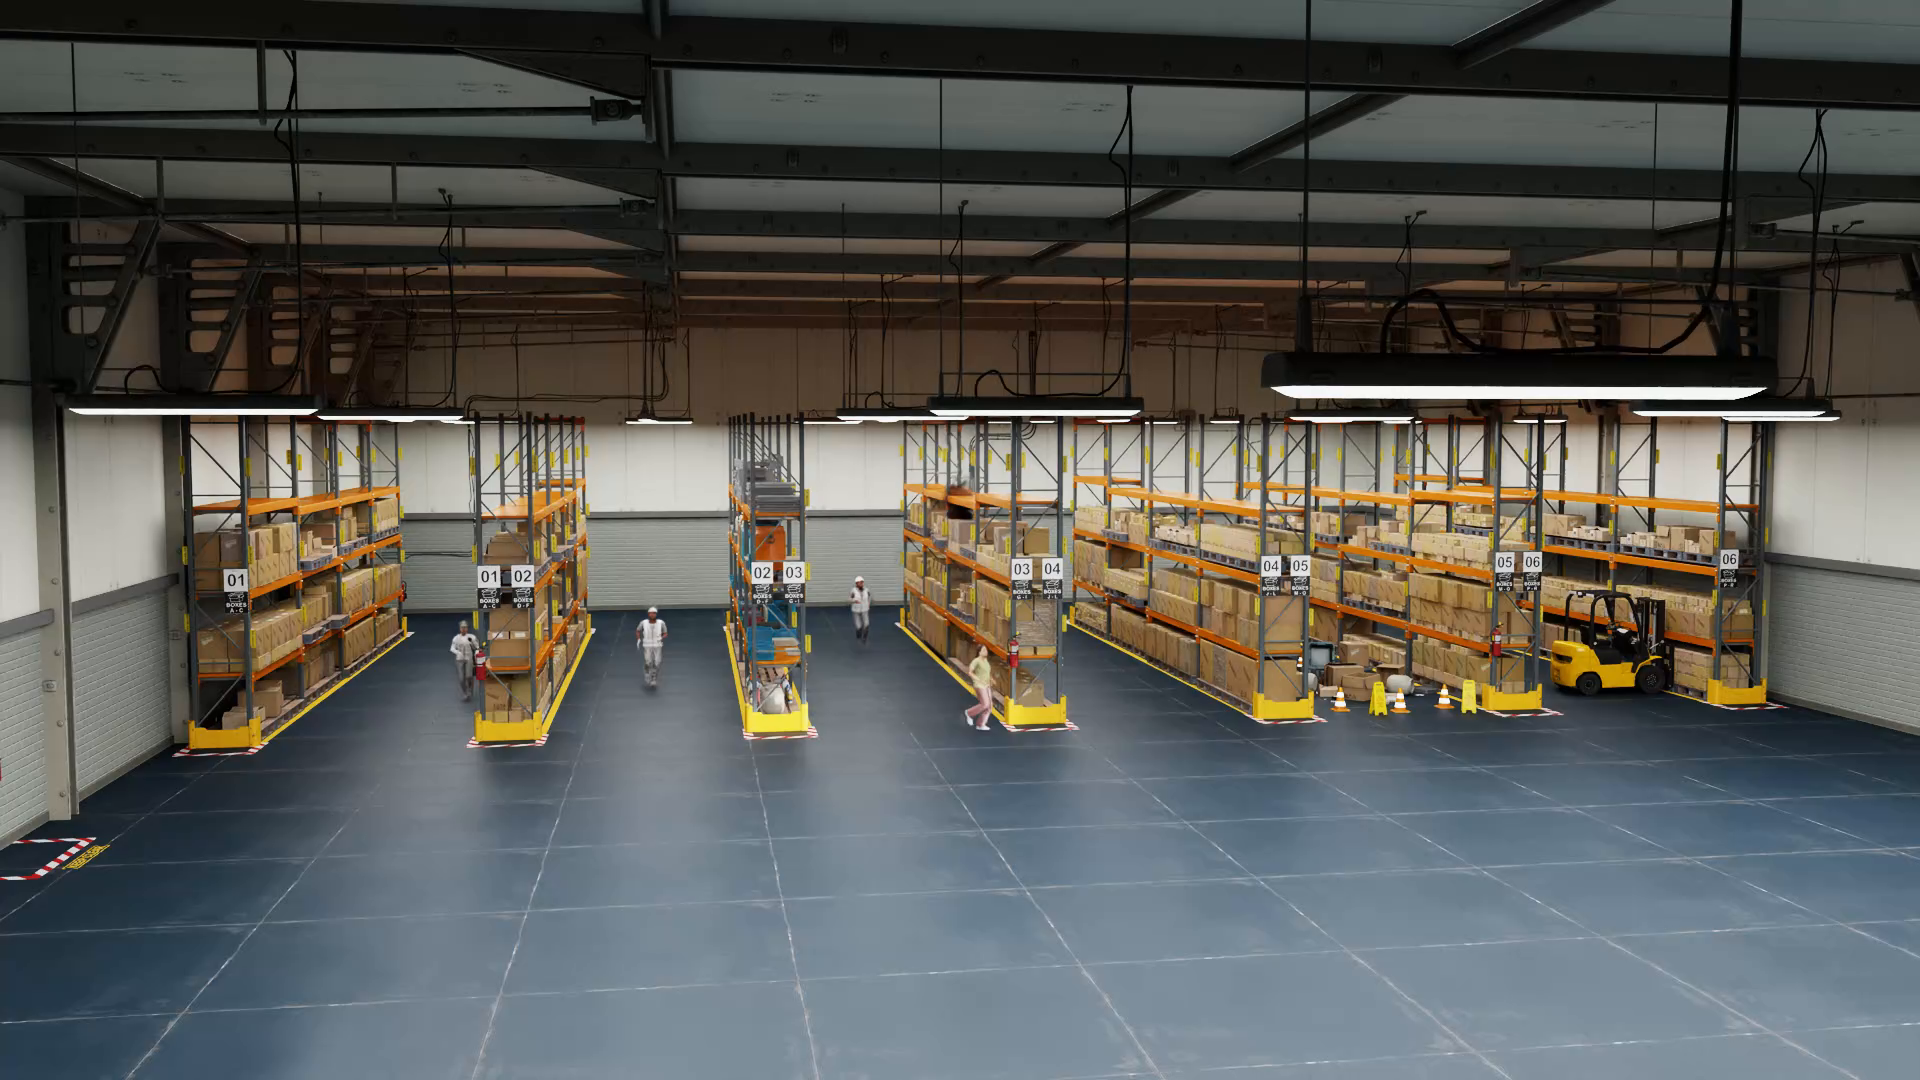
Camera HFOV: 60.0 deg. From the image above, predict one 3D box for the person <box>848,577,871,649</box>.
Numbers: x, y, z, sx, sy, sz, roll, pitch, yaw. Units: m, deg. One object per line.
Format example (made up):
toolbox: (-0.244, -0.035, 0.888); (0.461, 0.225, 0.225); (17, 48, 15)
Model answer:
person: (-2.515, 1.826, 41.885); (0.646, 1.826, 0.736); (-1, 4, -13)

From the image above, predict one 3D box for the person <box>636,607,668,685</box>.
person: (-6.762, 2.357, 36.584); (0.681, 1.739, 0.622); (-1, 4, -15)

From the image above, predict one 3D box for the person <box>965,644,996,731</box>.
person: (0.378, 2.773, 31.402); (0.544, 1.623, 0.565); (3, 5, 35)

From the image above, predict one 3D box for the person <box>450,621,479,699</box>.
person: (-10.352, 2.520, 34.795); (0.595, 1.660, 0.584); (-1, 4, -10)
